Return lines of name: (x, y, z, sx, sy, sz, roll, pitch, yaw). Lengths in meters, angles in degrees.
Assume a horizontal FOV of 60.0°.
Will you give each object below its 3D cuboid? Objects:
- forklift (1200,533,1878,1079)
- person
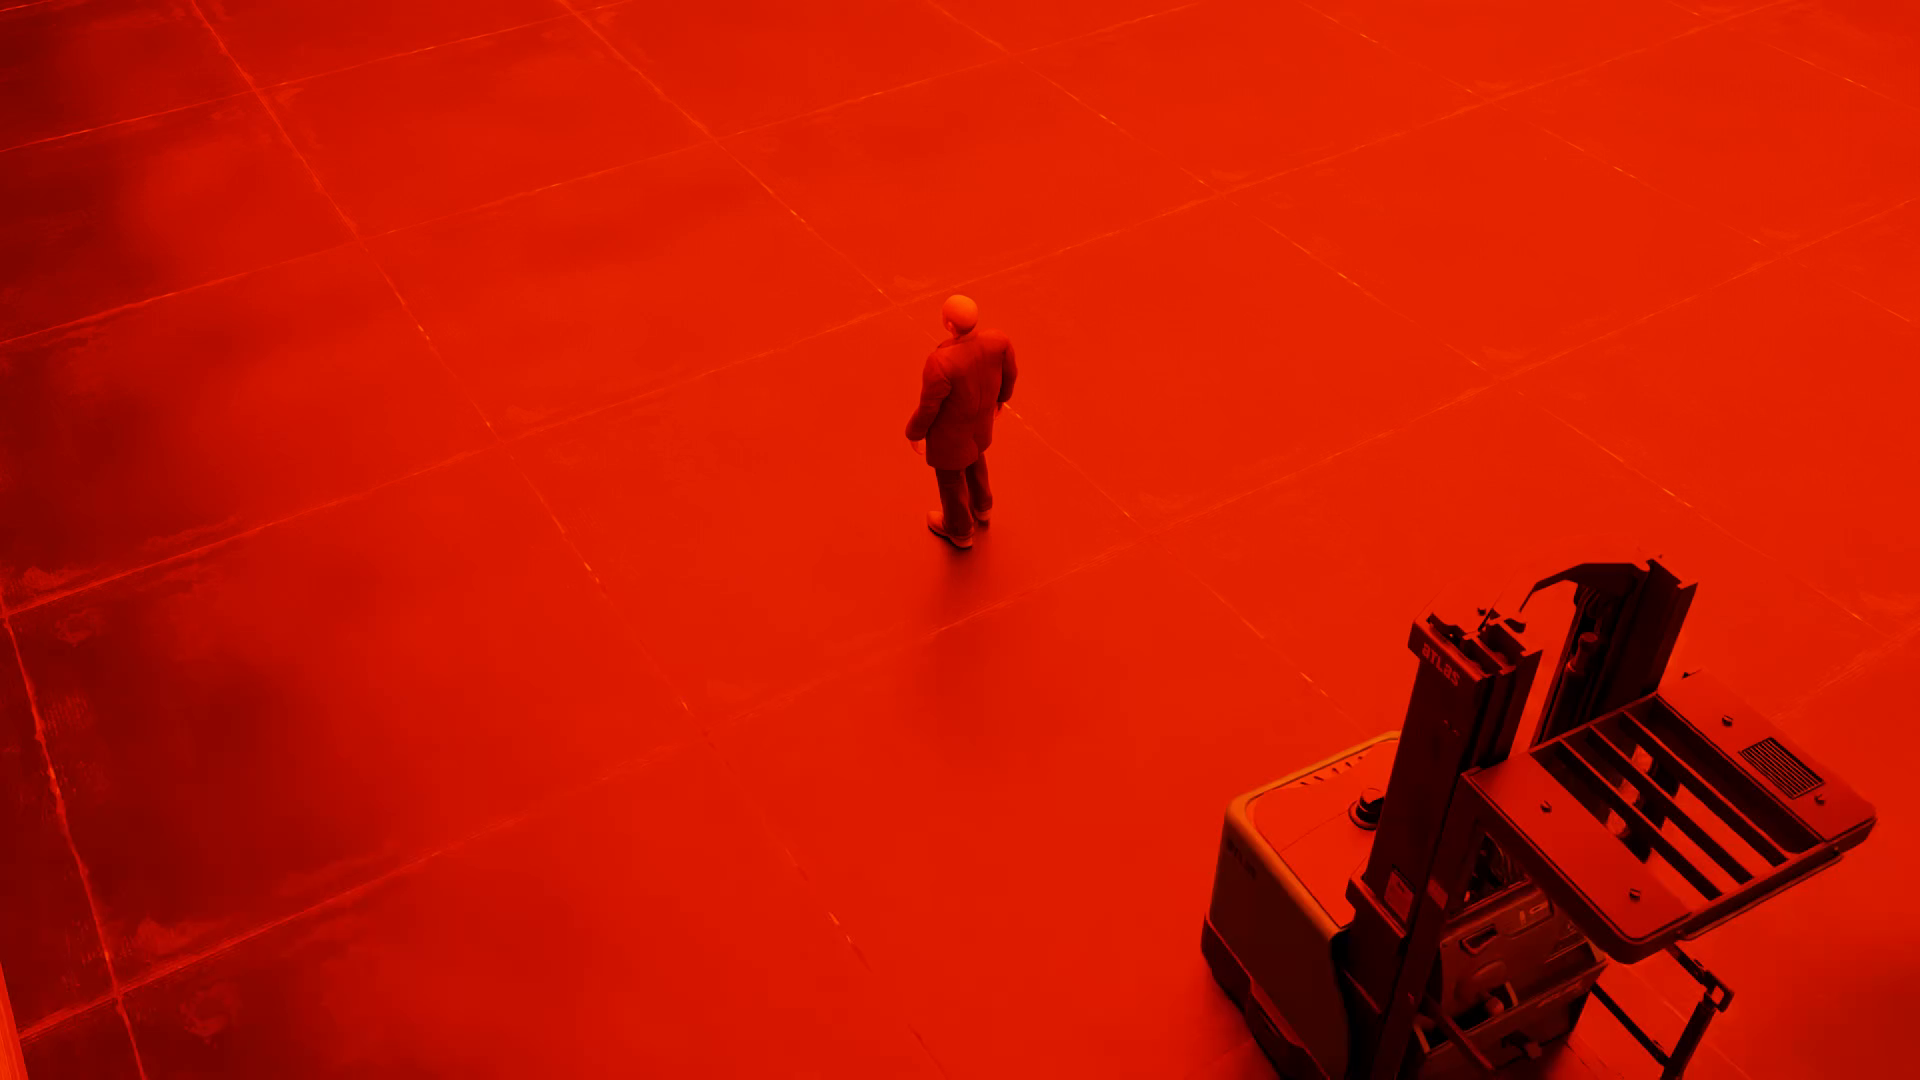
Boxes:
forklift: (2.260, 1.550, 6.098, 1.130, 2.935, 3.031, -19, 45, -21)
person: (-0.045, -0.727, 9.568, 0.696, 1.775, 0.583, -23, 46, -24)
